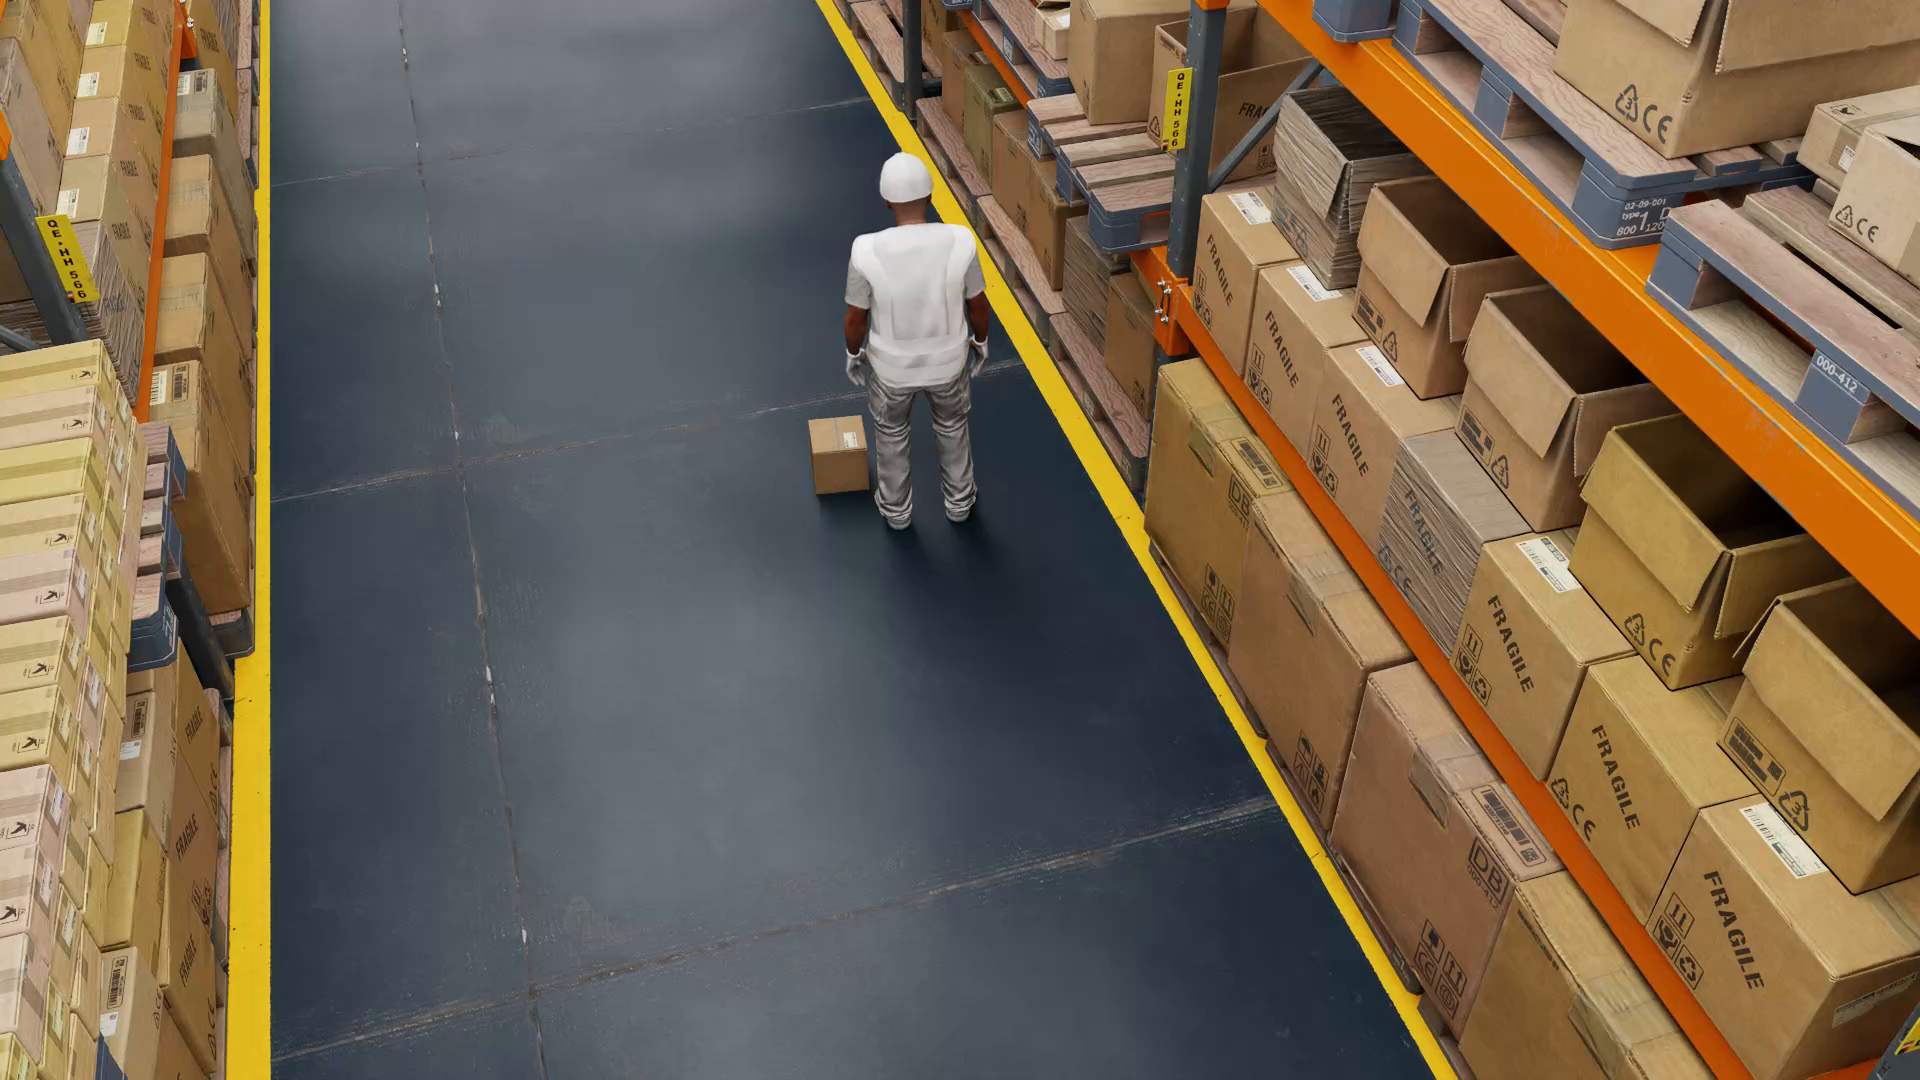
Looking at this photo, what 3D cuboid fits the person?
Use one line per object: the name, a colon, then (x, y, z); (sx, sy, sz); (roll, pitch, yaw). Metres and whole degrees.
person: (-0.178, -0.795, 7.040); (0.612, 1.772, 0.449); (-6, 42, -6)
